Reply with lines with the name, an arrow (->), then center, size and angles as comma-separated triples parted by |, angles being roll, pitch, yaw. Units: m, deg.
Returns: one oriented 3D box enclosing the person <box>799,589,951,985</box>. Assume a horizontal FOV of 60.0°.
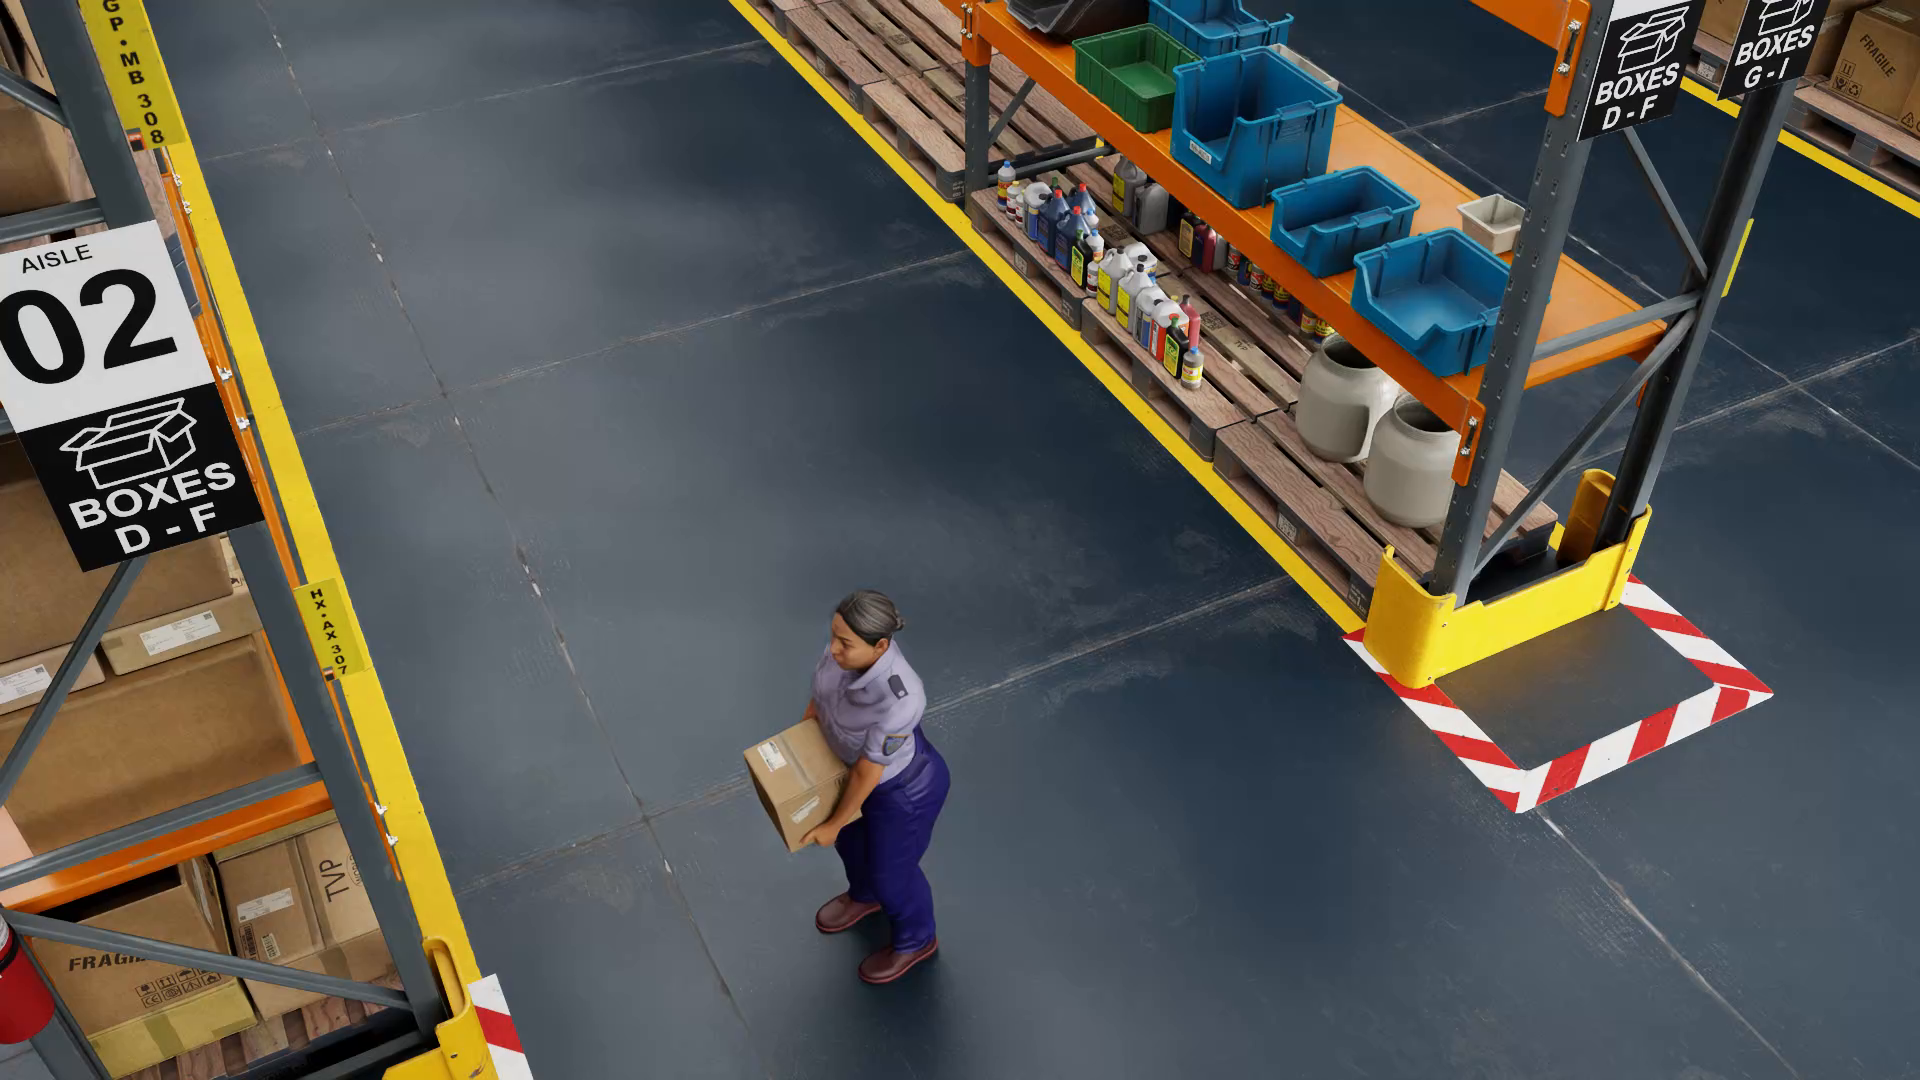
person -> -0.315, 0.792, 5.295 | 0.537, 1.630, 0.434 | -20, 45, -21
